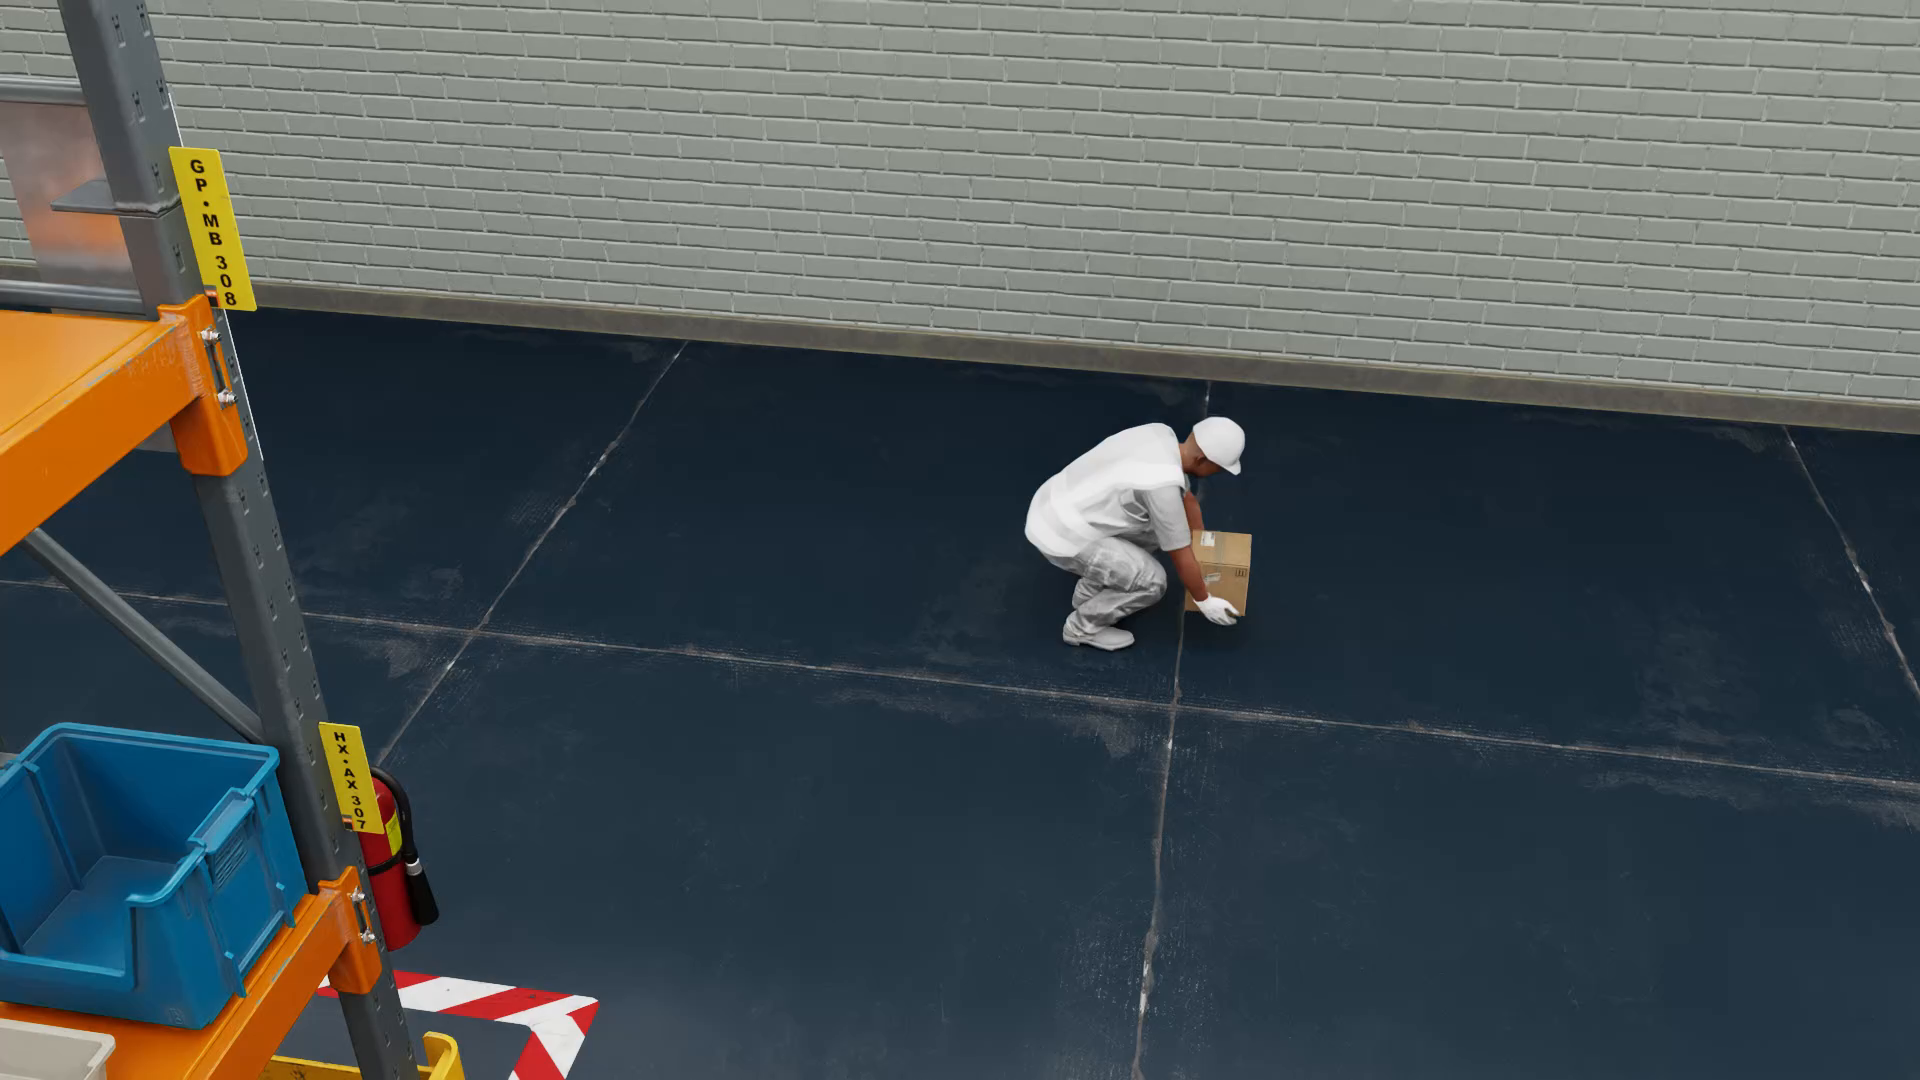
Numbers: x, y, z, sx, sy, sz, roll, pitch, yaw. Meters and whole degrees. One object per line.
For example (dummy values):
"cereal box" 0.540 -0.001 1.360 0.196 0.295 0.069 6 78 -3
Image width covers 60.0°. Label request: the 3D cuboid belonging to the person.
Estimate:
"person" 0.737 -0.067 6.954 0.911 1.014 0.575 5 32 8
